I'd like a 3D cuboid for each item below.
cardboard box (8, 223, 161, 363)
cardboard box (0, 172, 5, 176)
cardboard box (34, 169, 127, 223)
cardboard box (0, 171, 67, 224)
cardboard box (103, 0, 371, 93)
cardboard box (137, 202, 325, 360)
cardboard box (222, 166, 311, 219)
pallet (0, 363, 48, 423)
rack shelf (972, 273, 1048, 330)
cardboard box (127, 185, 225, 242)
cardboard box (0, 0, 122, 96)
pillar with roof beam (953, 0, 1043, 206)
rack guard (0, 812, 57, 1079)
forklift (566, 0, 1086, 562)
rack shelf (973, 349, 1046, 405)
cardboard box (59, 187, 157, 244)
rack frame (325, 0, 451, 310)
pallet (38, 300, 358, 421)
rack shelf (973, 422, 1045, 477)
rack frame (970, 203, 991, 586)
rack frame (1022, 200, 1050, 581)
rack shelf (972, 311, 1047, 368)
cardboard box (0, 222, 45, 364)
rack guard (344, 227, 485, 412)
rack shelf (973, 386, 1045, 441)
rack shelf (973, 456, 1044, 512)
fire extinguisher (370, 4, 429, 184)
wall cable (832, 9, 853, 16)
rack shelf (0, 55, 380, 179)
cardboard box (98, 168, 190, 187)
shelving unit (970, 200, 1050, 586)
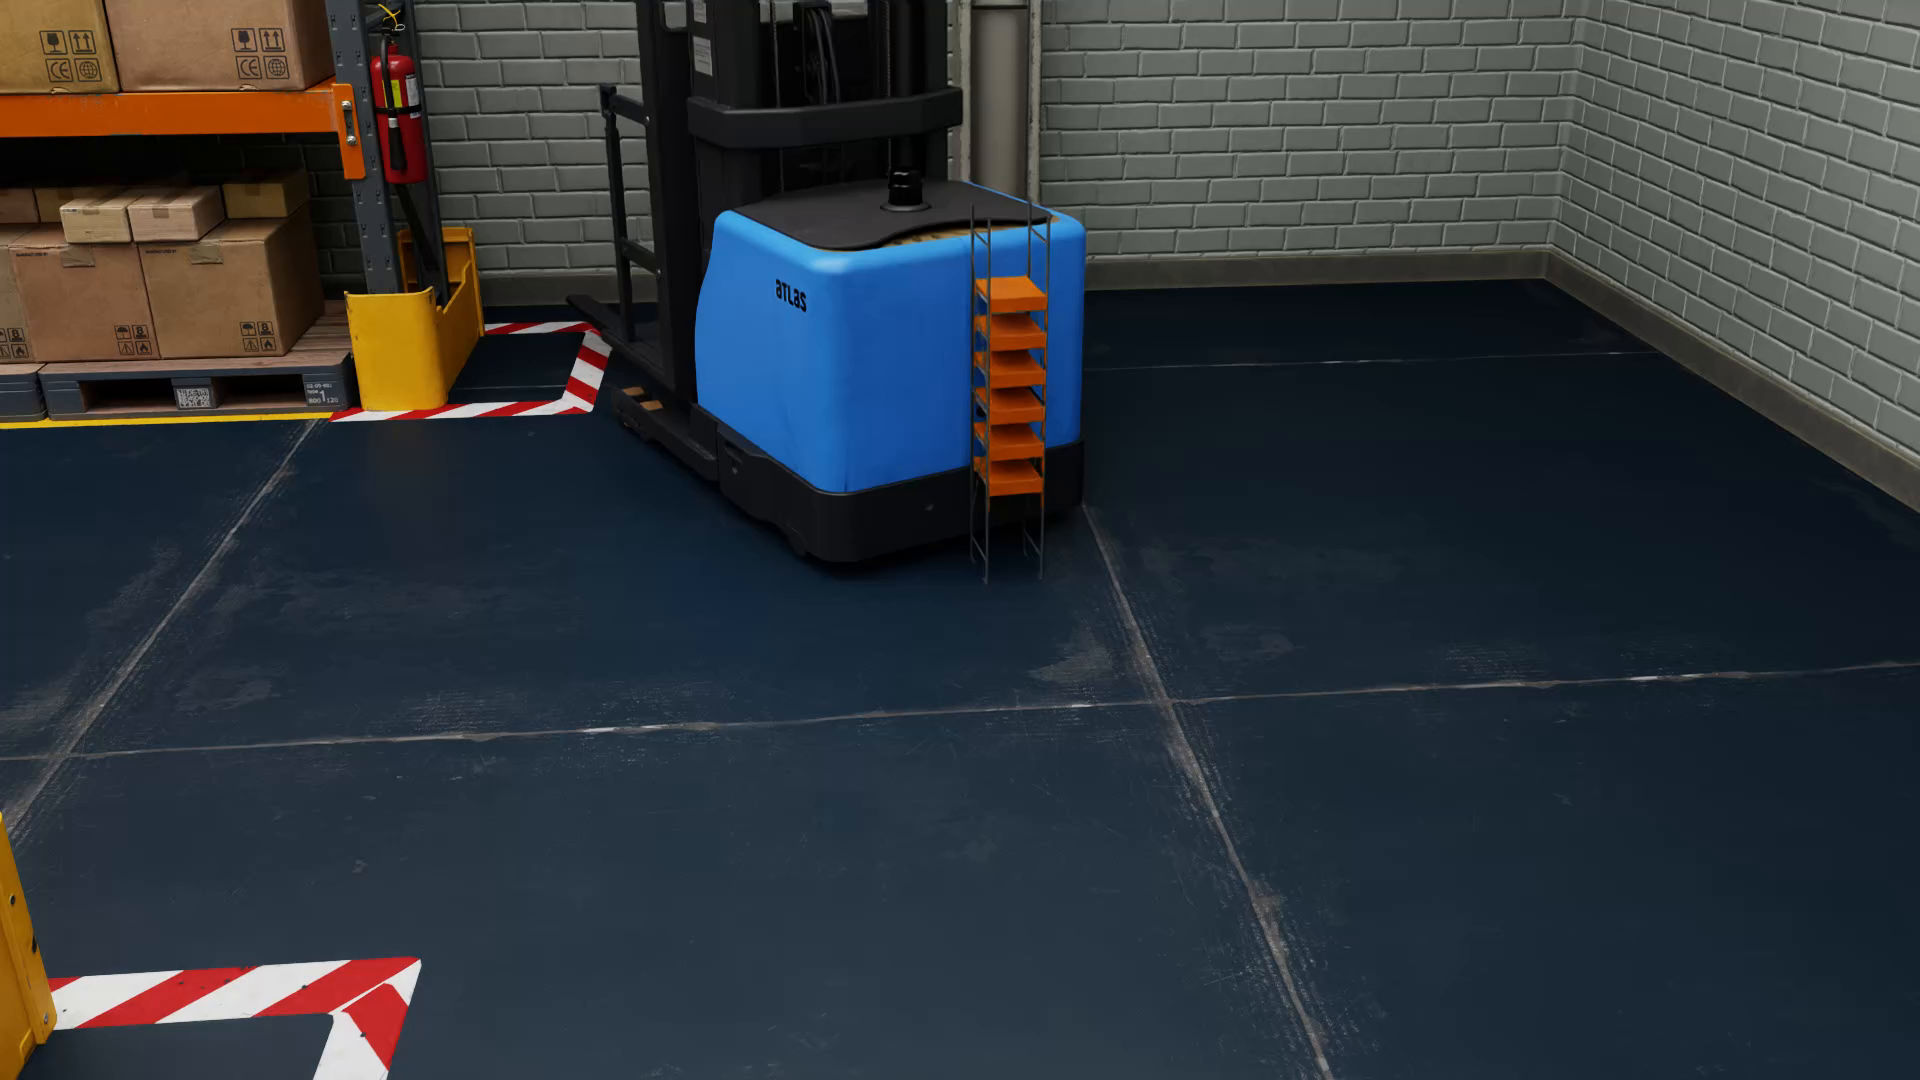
[{"bbox_3d":[-3.609,-1.108,7.110,0.500,0.500,0.700,-2,24,-5],"label":"cardboard box"},{"bbox_3d":[-4.268,-1.459,7.101,0.250,0.149,0.380,-2,24,-5],"label":"cardboard box"},{"bbox_3d":[-3.759,-1.480,7.148,0.250,0.149,0.380,-2,24,-5],"label":"cardboard box"},{"bbox_3d":[-4.012,-1.469,7.125,0.250,0.149,0.380,-2,24,-4],"label":"cardboard box"},{"bbox_3d":[-2.931,-2.259,6.771,0.700,0.700,0.980,-1,24,-3],"label":"cardboard box"},{"bbox_3d":[-3.111,-1.128,7.155,0.500,0.500,0.700,-2,24,-5],"label":"cardboard box"},{"bbox_3d":[-3.006,-1.510,7.217,0.250,0.149,0.380,-2,24,-5],"label":"cardboard box"},{"bbox_3d":[-4.424,-0.762,7.203,1.213,0.211,1.003,-2,24,-5],"label":"pallet"},{"bbox_3d":[0.152,-0.742,5.165,0.180,0.103,0.258,-5,24,-12],"label":"rack shelf"},{"bbox_3d":[-3.221,-1.346,6.846,0.250,0.149,0.380,-3,24,-6],"label":"cardboard box"},{"bbox_3d":[-3.654,-2.226,6.695,0.700,0.700,0.980,-2,24,-6],"label":"cardboard box"},{"bbox_3d":[0.601,-3.605,2.782,0.400,9.000,9.100,-2,24,-5],"label":"pillar with roof beam"},{"bbox_3d":[-2.009,1.001,2.883,0.348,0.500,1.175,-2,24,-5],"label":"rack guard"},{"bbox_3d":[-0.762,-1.819,6.234,1.130,2.935,3.031,-14,28,-28],"label":"forklift"},{"bbox_3d":[0.152,-0.523,5.263,0.180,0.103,0.258,-5,24,-12],"label":"rack shelf"},{"bbox_3d":[-3.475,-1.335,6.823,0.250,0.149,0.380,-2,24,-4],"label":"cardboard box"},{"bbox_3d":[-2.424,-2.147,6.887,0.127,3.000,1.000,-2,24,-5],"label":"rack frame"},{"bbox_3d":[-3.212,-0.809,7.310,1.213,0.211,1.003,-2,24,-5],"label":"pallet"},{"bbox_3d":[0.152,-0.303,5.360,0.180,0.103,0.258,-5,24,-12],"label":"rack shelf"},{"bbox_3d":[0.063,-0.445,5.275,0.006,1.200,0.240,-5,24,-12],"label":"rack frame"},{"bbox_3d":[0.241,-0.462,5.312,0.006,1.200,0.240,-5,24,-12],"label":"rack frame"},{"bbox_3d":[0.152,-0.632,5.214,0.180,0.103,0.258,-5,24,-12],"label":"rack shelf"},{"bbox_3d":[-4.109,-1.088,7.065,0.500,0.500,0.700,-3,24,-7],"label":"cardboard box"},{"bbox_3d":[-2.400,-1.005,7.397,0.348,0.500,1.175,-2,24,-5],"label":"rack guard"},{"bbox_3d":[0.152,-0.413,5.311,0.180,0.103,0.258,-5,24,-12],"label":"rack shelf"},{"bbox_3d":[0.152,-0.194,5.409,0.180,0.103,0.258,-5,24,-12],"label":"rack shelf"},{"bbox_3d":[-2.229,-1.760,6.572,0.183,0.674,0.296,-2,24,-5],"label":"fire extinguisher"},{"bbox_3d":[-1.243,-3.044,7.656,1.851,1.984,0.084,-2,24,-5],"label":"wall cable"},{"bbox_3d":[-4.415,-1.738,6.853,4.000,0.370,1.077,-2,24,-5],"label":"rack shelf"},{"bbox_3d":[-3.510,-1.490,7.170,0.250,0.149,0.380,-2,24,-5],"label":"cardboard box"},{"bbox_3d":[0.152,-0.454,5.293,0.189,1.200,0.258,-5,24,-12],"label":"shelving unit"}]
